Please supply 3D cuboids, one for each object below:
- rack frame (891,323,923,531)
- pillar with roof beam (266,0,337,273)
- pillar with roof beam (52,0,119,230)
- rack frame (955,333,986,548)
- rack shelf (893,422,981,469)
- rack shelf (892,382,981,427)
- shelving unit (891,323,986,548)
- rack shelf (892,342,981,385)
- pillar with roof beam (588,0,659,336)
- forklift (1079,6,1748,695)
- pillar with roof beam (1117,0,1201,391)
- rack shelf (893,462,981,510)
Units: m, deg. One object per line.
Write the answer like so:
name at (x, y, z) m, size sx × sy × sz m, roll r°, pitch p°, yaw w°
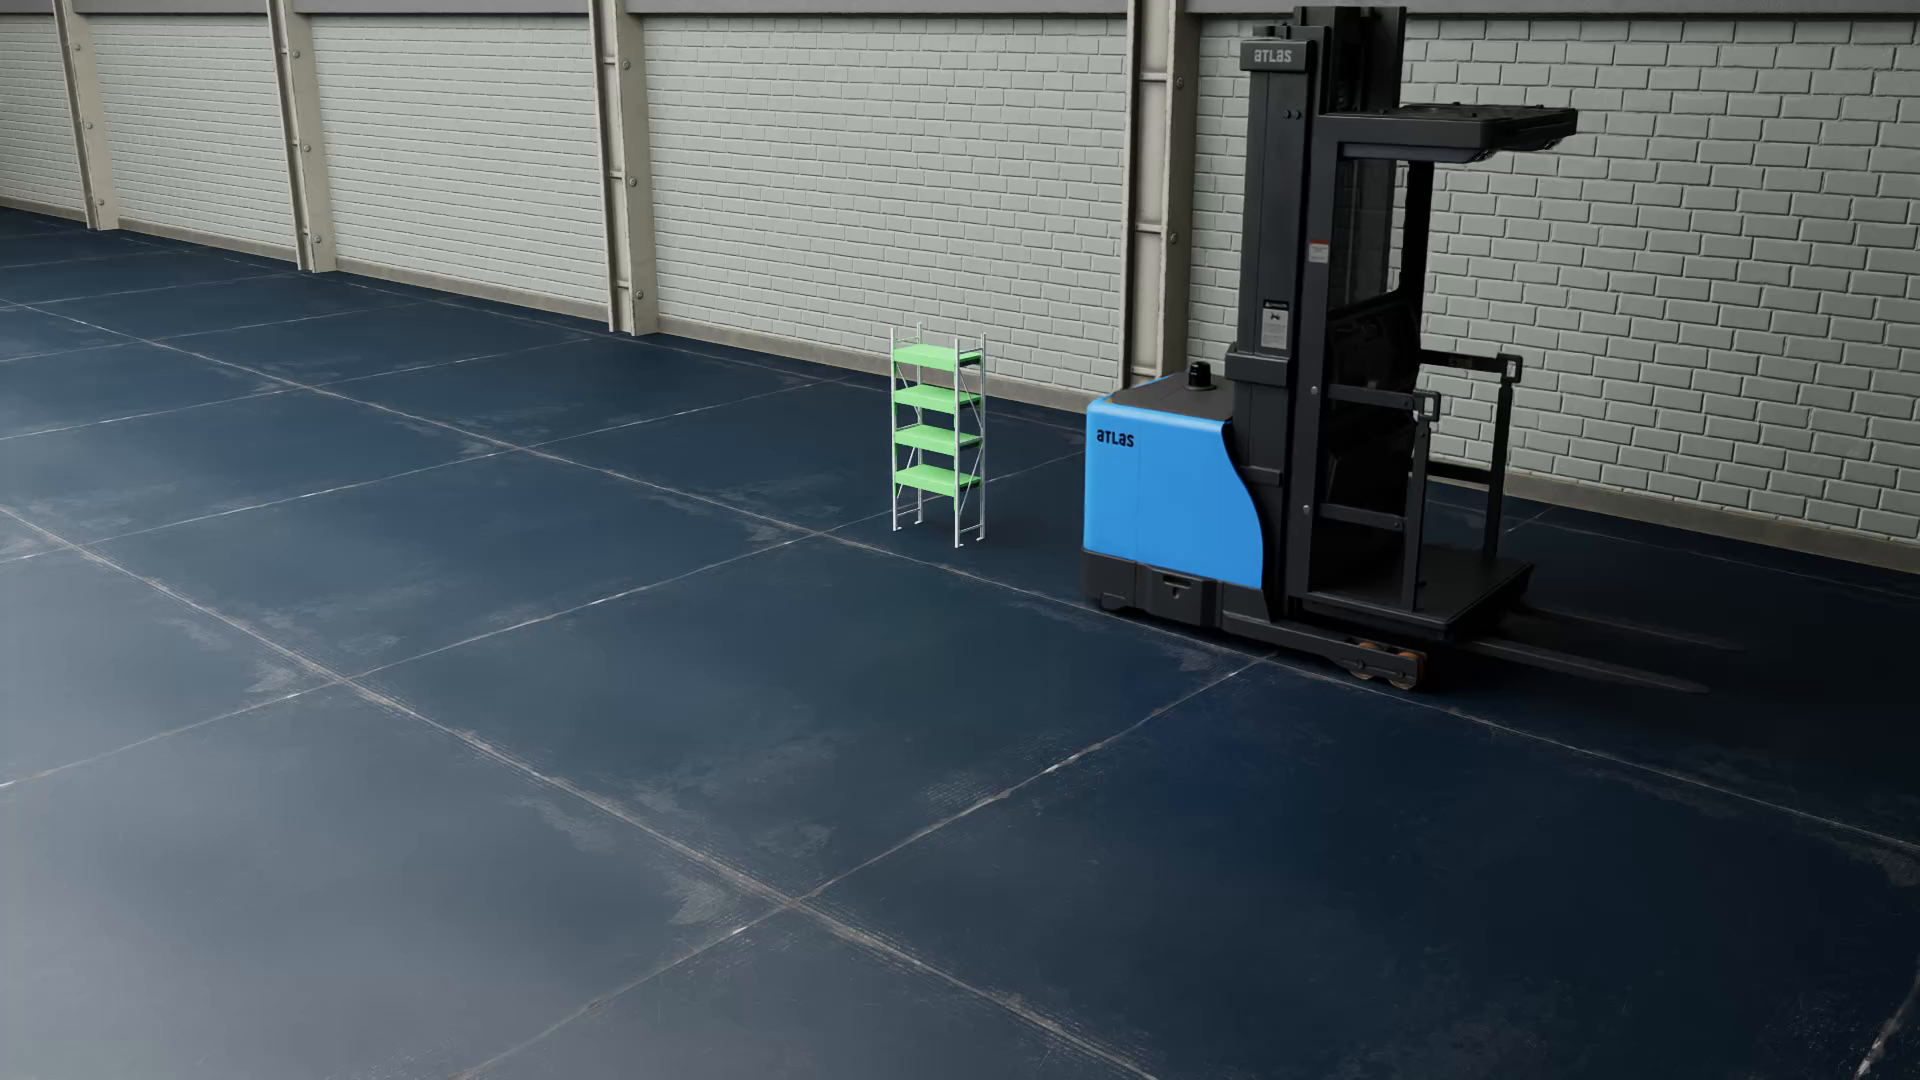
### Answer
rack frame at (-0.306, -0.654, 9.689) m, size 0.015 × 1.200 × 0.240 m, roll 15°, pitch 23°, yaw 39°
pillar with roof beam at (-10.454, -6.515, 15.265) m, size 0.400 × 9.000 × 9.100 m, roll 15°, pitch 23°, yaw 39°
pillar with roof beam at (-14.942, -7.720, 19.061) m, size 0.400 × 9.000 × 9.100 m, roll 15°, pitch 23°, yaw 39°
rack frame at (0.059, -0.556, 9.381) m, size 0.015 × 1.200 × 0.240 m, roll 15°, pitch 23°, yaw 39°
rack shelf at (-0.124, -0.544, 9.554) m, size 0.480 × 0.148 × 0.258 m, roll 15°, pitch 23°, yaw 39°
rack shelf at (-0.124, -0.773, 9.482) m, size 0.480 × 0.148 × 0.258 m, roll 15°, pitch 23°, yaw 39°
shelving unit at (-0.124, -0.605, 9.535) m, size 0.503 × 1.200 × 0.258 m, roll 15°, pitch 23°, yaw 39°
rack shelf at (-0.124, -1.002, 9.409) m, size 0.480 × 0.148 × 0.258 m, roll 15°, pitch 23°, yaw 39°
pillar with roof beam at (-5.966, -5.311, 11.469) m, size 0.400 × 9.000 × 9.100 m, roll 15°, pitch 23°, yaw 39°
forklift at (2.092, -0.906, 7.622) m, size 3.031 × 2.935 × 1.130 m, roll 13°, pitch 22°, yaw 35°
pillar with roof beam at (-1.479, -4.106, 7.673) m, size 0.400 × 9.000 × 9.100 m, roll 15°, pitch 23°, yaw 39°
rack shelf at (-0.124, -0.315, 9.627) m, size 0.480 × 0.148 × 0.258 m, roll 15°, pitch 23°, yaw 39°
